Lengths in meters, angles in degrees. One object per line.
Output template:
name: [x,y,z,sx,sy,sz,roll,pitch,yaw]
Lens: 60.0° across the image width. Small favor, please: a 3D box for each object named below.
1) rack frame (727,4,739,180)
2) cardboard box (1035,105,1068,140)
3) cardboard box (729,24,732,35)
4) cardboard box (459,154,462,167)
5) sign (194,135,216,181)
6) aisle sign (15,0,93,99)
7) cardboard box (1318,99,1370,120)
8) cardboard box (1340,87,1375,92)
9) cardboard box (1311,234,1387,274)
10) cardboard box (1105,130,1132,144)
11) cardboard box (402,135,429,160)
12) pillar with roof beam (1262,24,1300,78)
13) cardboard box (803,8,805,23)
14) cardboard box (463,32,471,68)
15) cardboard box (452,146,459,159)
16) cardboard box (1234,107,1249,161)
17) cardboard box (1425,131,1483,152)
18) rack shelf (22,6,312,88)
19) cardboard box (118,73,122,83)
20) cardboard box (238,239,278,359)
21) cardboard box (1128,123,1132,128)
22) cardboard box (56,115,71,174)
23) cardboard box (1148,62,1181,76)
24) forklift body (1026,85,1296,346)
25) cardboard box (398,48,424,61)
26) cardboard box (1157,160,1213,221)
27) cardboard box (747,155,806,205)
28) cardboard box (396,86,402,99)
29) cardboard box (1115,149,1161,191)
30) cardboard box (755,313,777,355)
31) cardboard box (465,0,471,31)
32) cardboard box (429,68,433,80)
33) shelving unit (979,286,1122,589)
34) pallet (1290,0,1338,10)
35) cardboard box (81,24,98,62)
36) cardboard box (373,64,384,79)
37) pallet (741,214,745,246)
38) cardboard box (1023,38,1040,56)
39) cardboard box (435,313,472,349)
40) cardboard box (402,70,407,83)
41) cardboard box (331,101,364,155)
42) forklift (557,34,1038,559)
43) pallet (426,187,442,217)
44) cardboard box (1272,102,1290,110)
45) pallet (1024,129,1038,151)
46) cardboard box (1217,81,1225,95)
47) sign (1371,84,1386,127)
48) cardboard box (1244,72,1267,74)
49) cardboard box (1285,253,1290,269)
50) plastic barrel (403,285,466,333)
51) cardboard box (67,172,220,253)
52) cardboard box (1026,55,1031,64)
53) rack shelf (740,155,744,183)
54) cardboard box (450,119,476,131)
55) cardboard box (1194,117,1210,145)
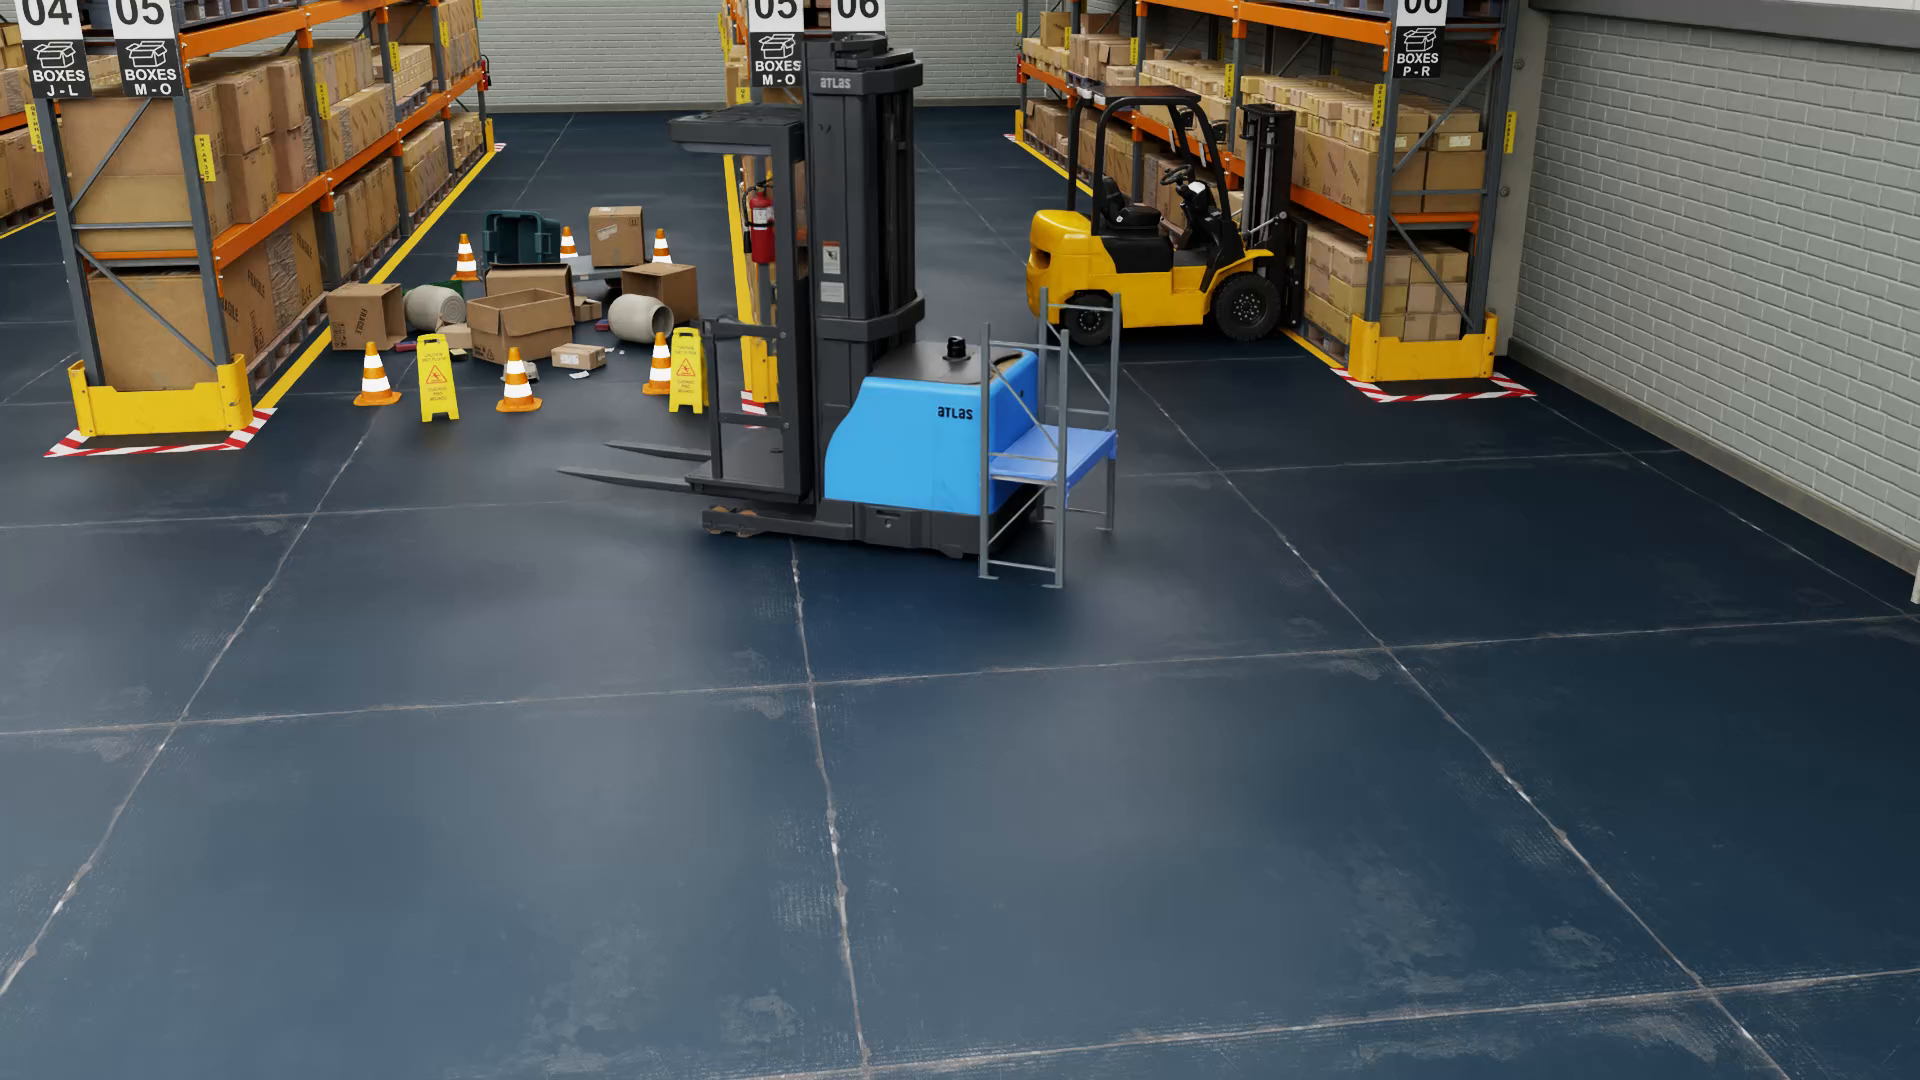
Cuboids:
rack frame: [-2.795,-6.702,23.874,1.000,3.000,0.127,-3,21,-8]
cardboard box: [1.619,-6.850,27.242,0.700,0.500,0.500,-2,21,-6]
cardboard box: [-2.699,-6.348,21.353,0.500,0.500,0.500,-3,21,-8]
cardboard box: [-7.452,-5.513,24.164,0.380,0.149,0.250,-2,21,-6]
sign: [-5.399,-2.731,11.891,0.100,0.325,0.005,-3,21,-8]
aisle sign: [-6.236,-3.441,11.426,0.394,0.787,0.004,-3,21,-8]
cardboard box: [3.346,-3.750,14.474,0.380,0.149,0.250,-2,21,-6]
cardboard box: [3.767,-4.134,15.502,0.380,0.149,0.250,-3,21,-8]
cardboard box: [3.392,-2.496,14.513,0.500,0.250,0.500,-3,21,-7]
cardboard box: [2.208,-5.517,22.746,0.380,0.149,0.250,-4,21,-10]
cardboard box: [-7.094,-5.008,21.239,0.500,0.250,0.500,-3,21,-7]
pillar with roof beam: [-0.487,-7.756,18.121,9.100,9.000,0.400,-3,21,-8]
cardboard box: [-1.437,-4.214,13.283,0.380,0.149,0.250,-3,21,-7]
cardboard box: [-7.784,-7.492,25.421,0.500,0.500,0.500,-3,21,-8]
cardboard box: [-7.414,-5.560,23.864,0.380,0.149,0.250,-2,21,-5]
cardboard box: [3.075,-4.064,16.667,0.500,0.500,0.500,-3,21,-9]
cardboard box: [4.054,-3.280,13.642,0.380,0.149,0.250,-3,21,-9]
rack shelf: [-6.237,-4.023,13.442,1.077,0.370,4.000,-3,21,-8]
cardboard box: [-12.581,-6.834,24.585,0.380,0.149,0.250,-3,21,-7]
cardboard box: [-6.241,-2.000,13.721,0.875,0.875,0.875,-3,21,-9]
cardboard box: [2.591,-5.811,23.532,0.380,0.149,0.250,-2,21,-6]
cardboard box: [-12.489,-5.183,22.243,1.225,0.875,0.875,-3,21,-8]
cardboard box: [2.487,-5.702,20.126,0.380,0.149,0.250,-2,21,-7]
forklift body: [1.768,-2.966,15.083,2.313,2.155,1.214,-3,21,-8]
cardboard box: [-7.353,-6.464,22.143,0.380,0.149,0.250,-4,21,-9]
cardboard box: [2.871,-4.211,19.997,0.875,0.625,0.625,-2,21,-6]
cardboard box: [-1.416,-2.908,13.146,0.500,0.500,0.500,-3,21,-9]
cardboard box: [-7.045,-5.463,20.315,0.380,0.149,0.250,-2,21,-5]
cardboard box: [2.357,-4.904,22.031,0.500,0.500,0.500,-3,21,-9]
cardboard box: [-1.451,-1.731,13.892,0.500,0.250,0.500,-3,21,-8]
cardboard box: [-7.870,-8.136,25.715,0.500,0.500,0.500,-4,21,-10]
cardboard box: [-7.426,-6.369,22.740,0.380,0.149,0.250,-3,21,-9]
shelving unit: [0.536,-0.623,9.742,0.538,1.500,1.048,8,22,20]
pallet: [3.591,-4.832,14.706,1.003,0.211,1.213,-3,21,-8]
cardboard box: [-12.481,-6.972,23.314,0.500,0.500,0.500,-3,21,-8]
cardboard box: [-6.978,-5.562,19.728,0.380,0.149,0.250,-3,21,-8]
pallet: [-2.107,-3.740,19.929,1.003,0.211,1.213,-3,21,-8]
cardboard box: [1.339,-8.237,27.773,0.500,0.250,0.500,-3,21,-7]
cardboard box: [-4.455,-1.865,14.829,0.396,0.266,0.258,1,20,2]
cardboard box: [-7.128,-5.788,20.760,0.380,0.149,0.250,-3,21,-8]
cardboard box: [-6.478,-4.238,17.134,0.500,0.500,0.500,-3,21,-8]
forklift: [-1.077,-1.554,10.187,3.031,2.935,1.130,7,22,18]
pallet: [-7.386,-4.418,21.744,1.003,0.211,1.213,-3,21,-8]
cardboard box: [3.158,-4.053,15.710,0.380,0.149,0.250,-3,21,-8]
pallet: [1.667,-6.730,27.934,1.003,0.211,1.213,-3,21,-8]
cardboard box: [2.962,-4.818,17.758,0.380,0.149,0.250,-3,21,-8]
sign: [3.307,-3.430,13.119,0.100,0.325,0.005,-3,21,-8]
cardboard box: [3.258,-5.197,18.775,0.380,0.149,0.250,-3,21,-7]
cardboard box: [3.241,-2.620,15.559,0.500,0.250,0.500,-3,21,-8]
plastic barrel: [-4.844,-2.125,15.302,0.512,0.421,0.421,12,24,30]
cardboard box: [-6.047,-2.459,12.299,0.875,0.550,0.550,-3,21,-8]
cardboard box: [1.316,-8.093,27.957,0.380,0.149,0.250,-3,21,-8]
rack shelf: [-1.930,-4.288,18.437,1.077,0.370,4.000,-3,21,-8]
cardboard box: [-7.717,-6.416,25.730,0.380,0.149,0.250,-2,21,-6]
cardboard box: [2.860,-4.449,18.055,0.500,0.250,0.500,-3,21,-8]
